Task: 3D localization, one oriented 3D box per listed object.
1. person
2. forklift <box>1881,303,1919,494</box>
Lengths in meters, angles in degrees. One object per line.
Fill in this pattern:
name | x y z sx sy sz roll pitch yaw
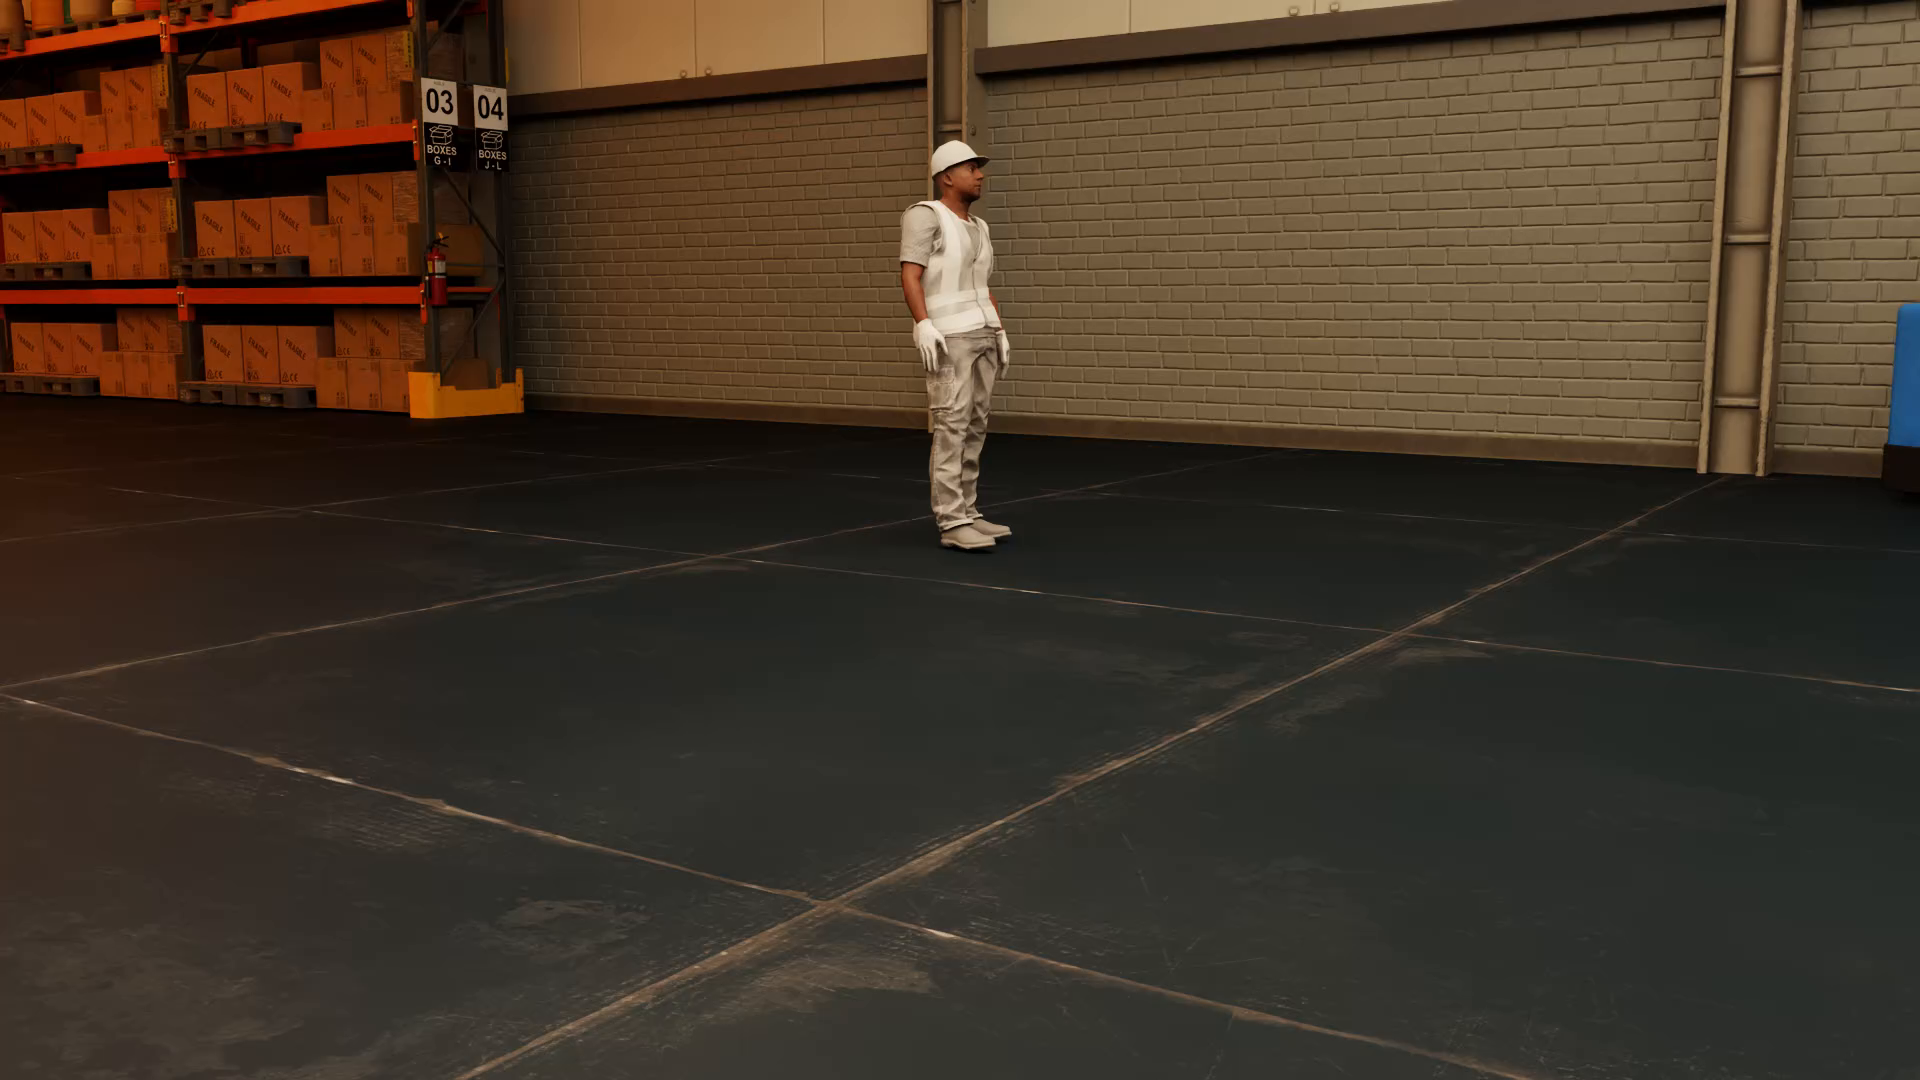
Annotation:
person | 0.054 -0.883 7.430 0.577 1.782 0.656 5 10 34
forklift | 6.607 -1.643 8.746 3.031 2.935 1.130 -2 8 -11
